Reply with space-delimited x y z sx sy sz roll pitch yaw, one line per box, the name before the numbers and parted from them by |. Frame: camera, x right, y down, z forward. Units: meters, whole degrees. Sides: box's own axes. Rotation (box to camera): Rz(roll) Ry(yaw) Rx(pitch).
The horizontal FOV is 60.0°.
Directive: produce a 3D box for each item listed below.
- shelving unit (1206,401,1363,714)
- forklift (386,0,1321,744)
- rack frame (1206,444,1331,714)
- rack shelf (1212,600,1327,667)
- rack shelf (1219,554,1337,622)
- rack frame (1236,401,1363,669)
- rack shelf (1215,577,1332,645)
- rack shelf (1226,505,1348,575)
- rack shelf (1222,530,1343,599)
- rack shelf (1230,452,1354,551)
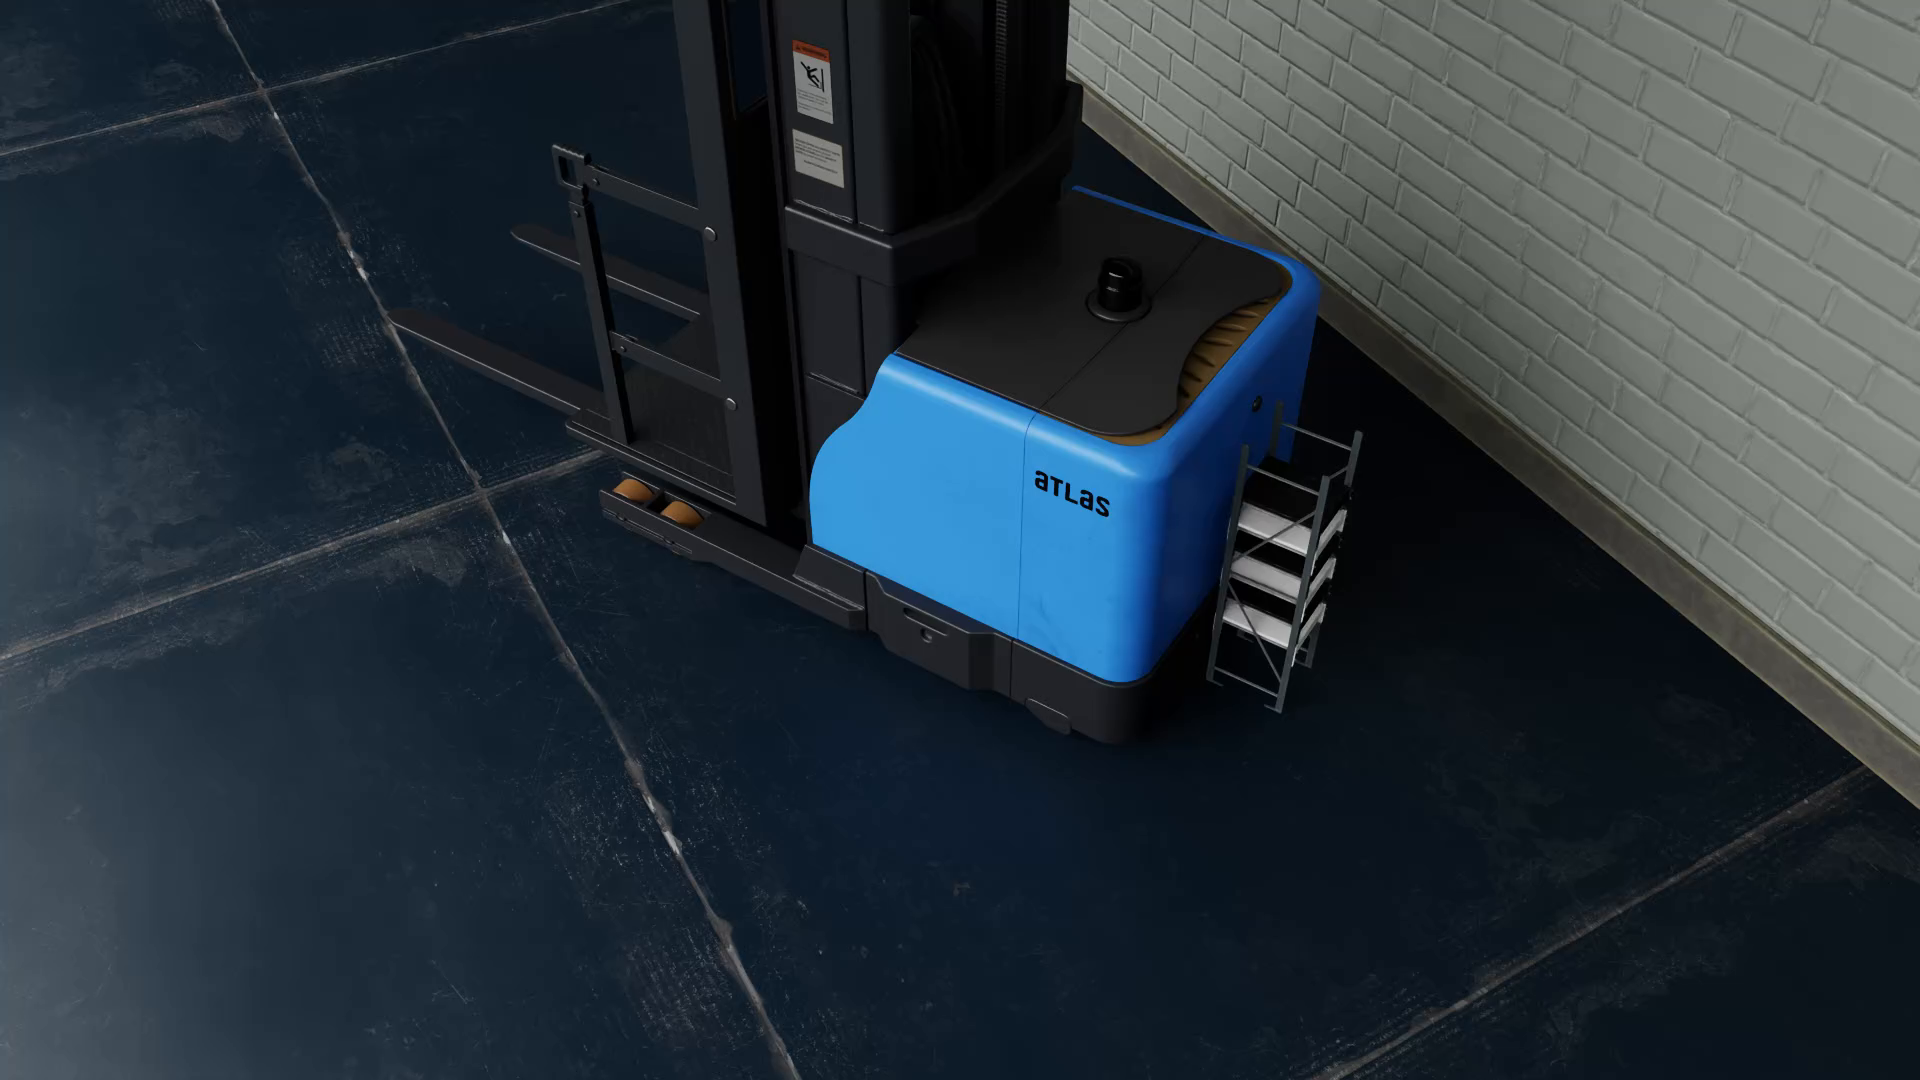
shelving unit | 0.871 0.066 4.536 0.258 0.900 0.210 24 49 23
forklift | -0.528 -1.289 4.474 3.031 2.935 1.130 24 49 23
rack frame | 0.816 0.125 4.475 0.240 0.900 0.006 24 49 23
rack shelf | 0.871 0.219 4.685 0.258 0.077 0.200 24 49 23
rack shelf | 0.871 0.090 4.559 0.258 0.077 0.200 24 49 23
rack frame | 0.926 0.006 4.597 0.240 0.900 0.006 24 49 23
rack shelf | 0.871 0.154 4.622 0.258 0.077 0.200 24 49 23
rack shelf | 0.871 -0.039 4.434 0.258 0.077 0.200 24 49 23
rack shelf | 0.871 0.025 4.496 0.258 0.077 0.200 24 49 23
rack shelf | 0.871 -0.104 4.371 0.258 0.077 0.200 24 49 23
